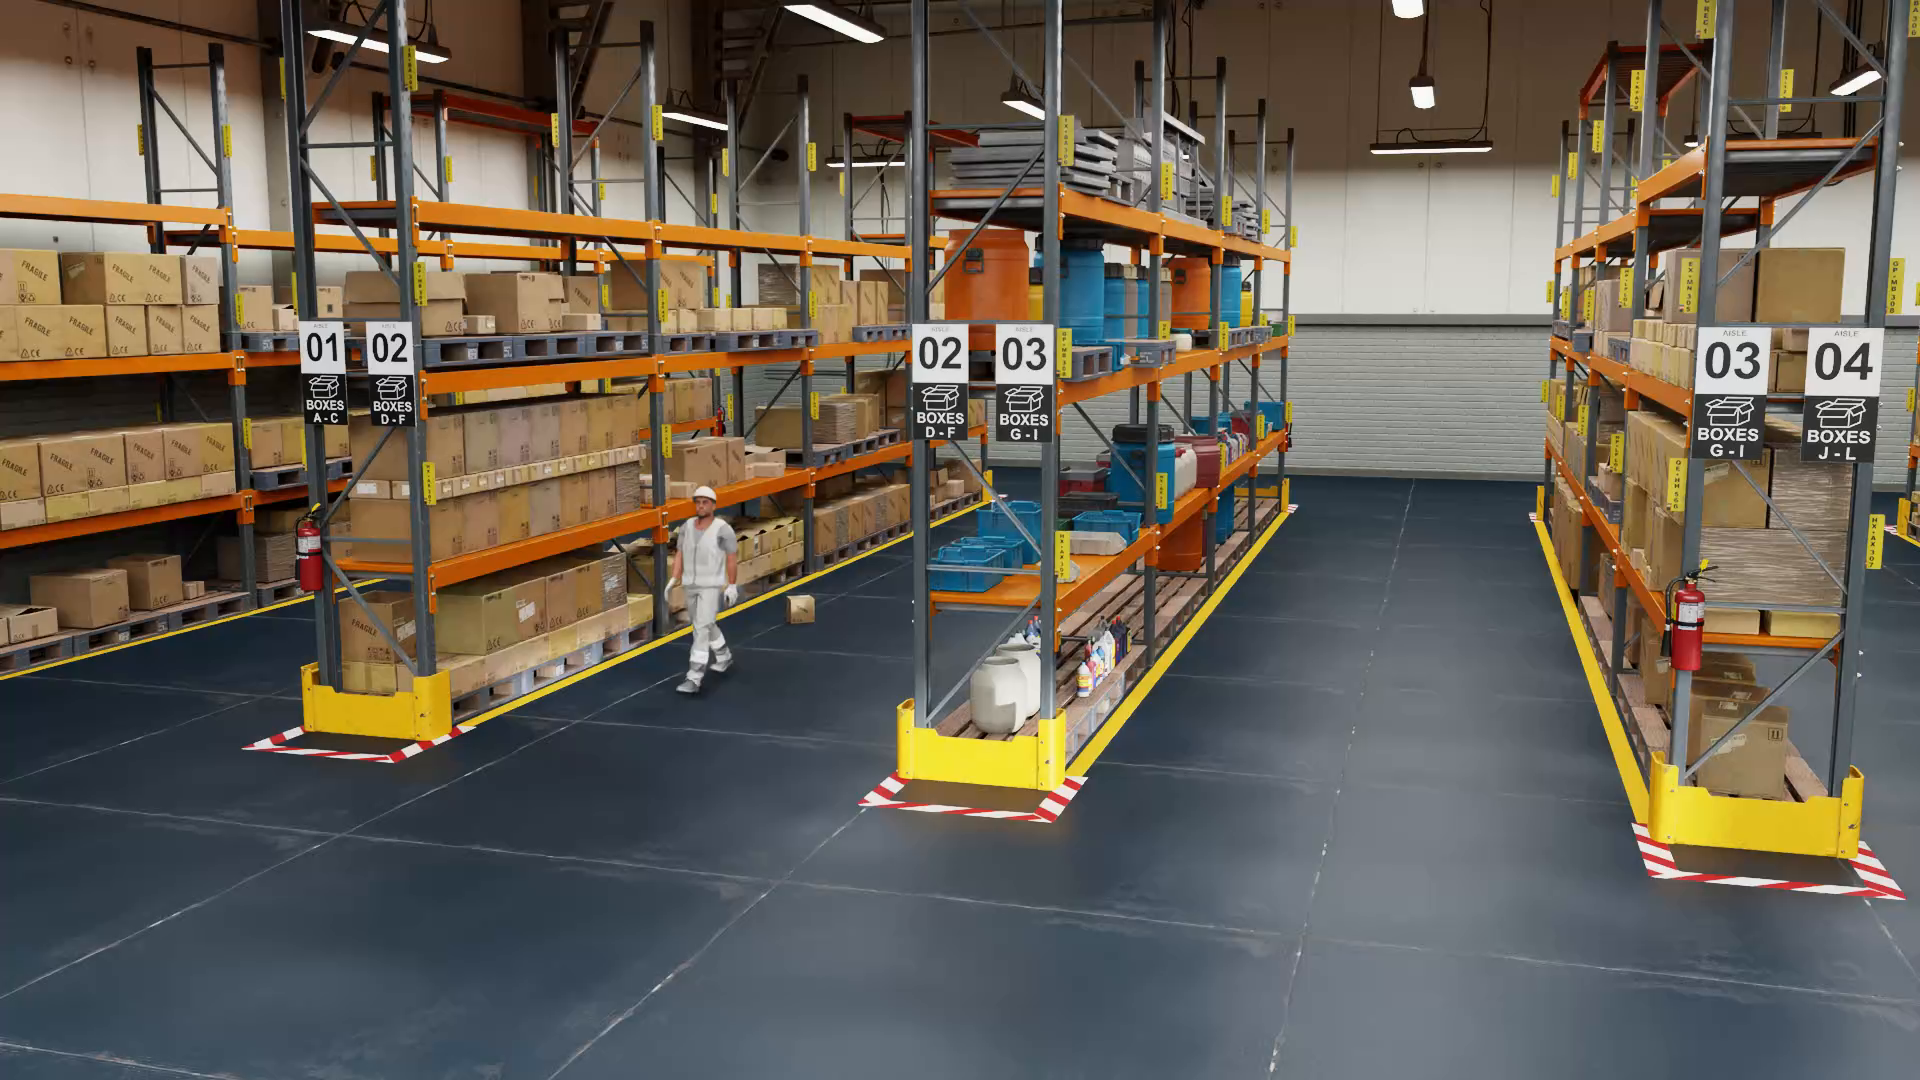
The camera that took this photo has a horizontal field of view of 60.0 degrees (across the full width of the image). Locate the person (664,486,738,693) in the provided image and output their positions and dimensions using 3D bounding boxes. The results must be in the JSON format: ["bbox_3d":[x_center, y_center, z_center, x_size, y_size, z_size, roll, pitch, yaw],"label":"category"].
[{"bbox_3d":[-2.252,0.408,14.453,0.527,1.745,1.048,4,9,25],"label":"person"}]
